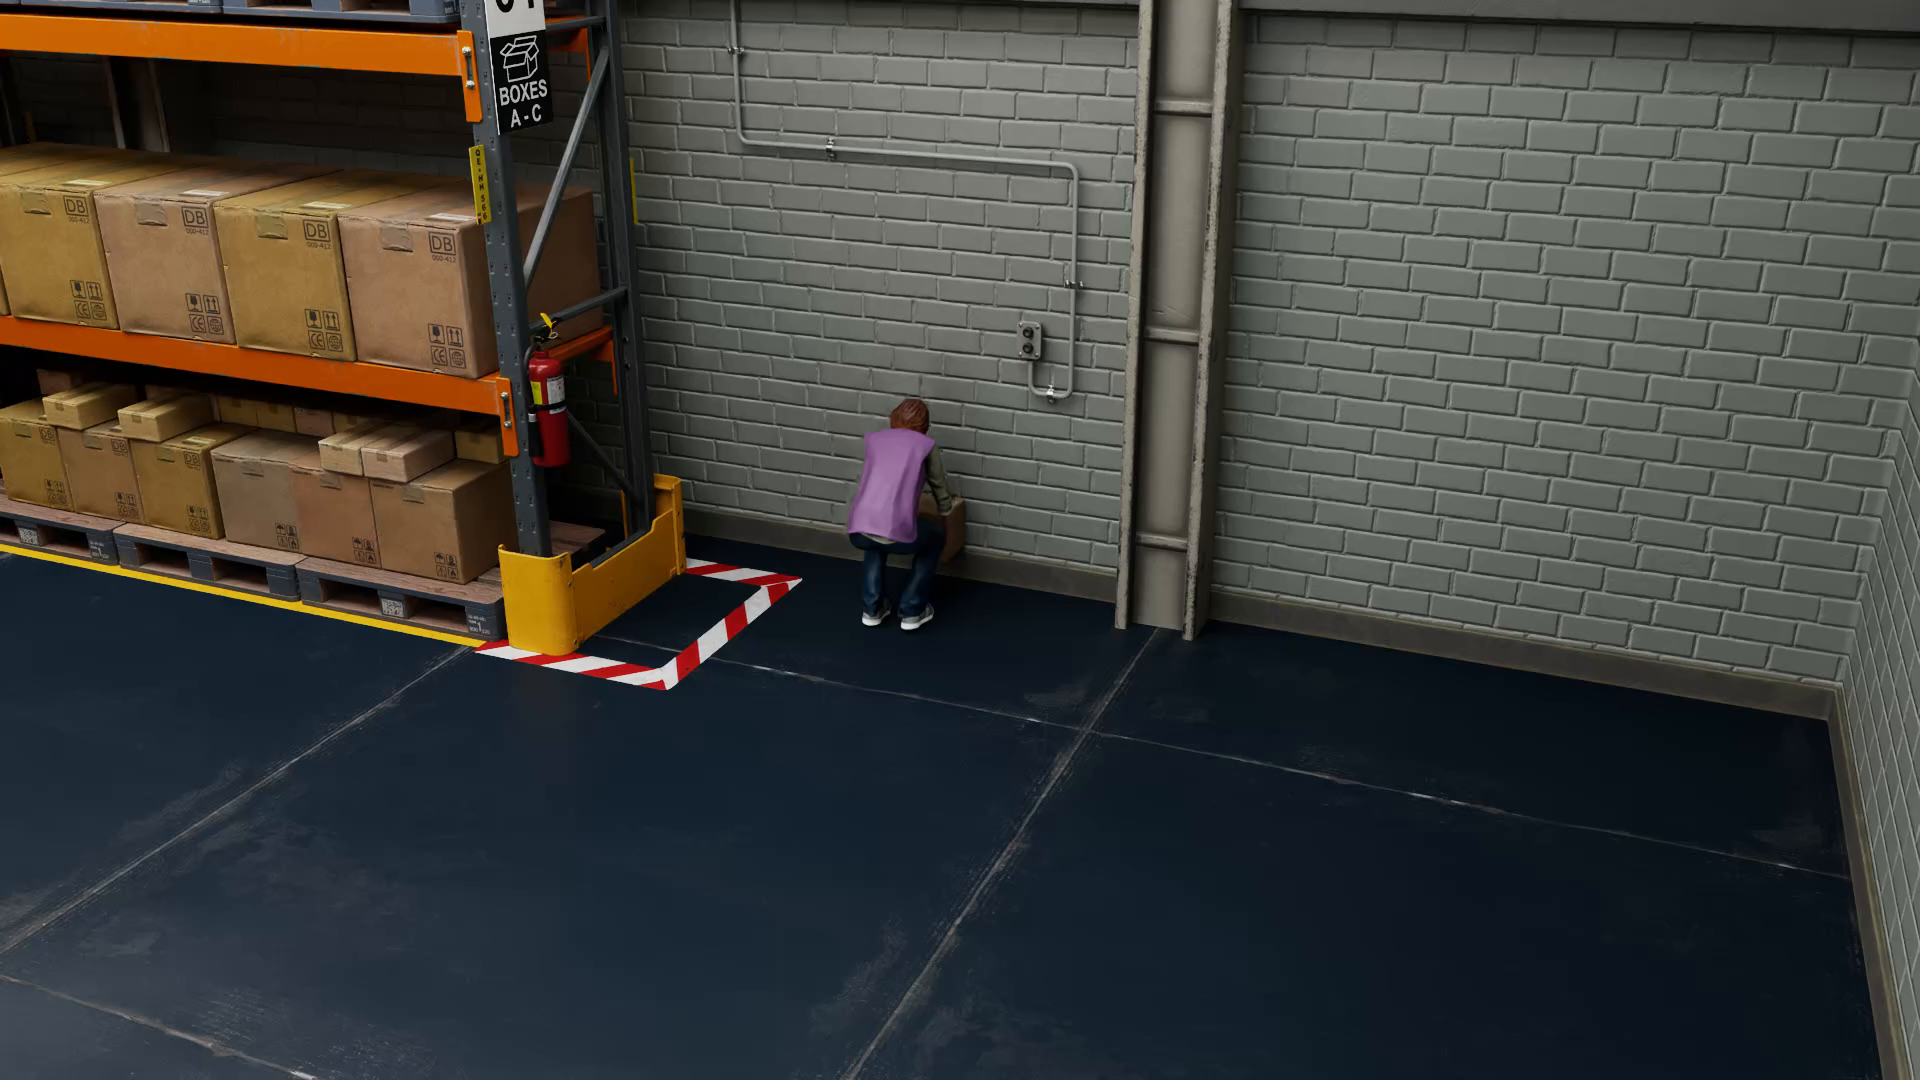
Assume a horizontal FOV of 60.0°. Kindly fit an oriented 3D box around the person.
[{"bbox_3d":[-0.315,-0.105,8.085,0.455,1.039,0.757,9,24,20],"label":"person"}]
